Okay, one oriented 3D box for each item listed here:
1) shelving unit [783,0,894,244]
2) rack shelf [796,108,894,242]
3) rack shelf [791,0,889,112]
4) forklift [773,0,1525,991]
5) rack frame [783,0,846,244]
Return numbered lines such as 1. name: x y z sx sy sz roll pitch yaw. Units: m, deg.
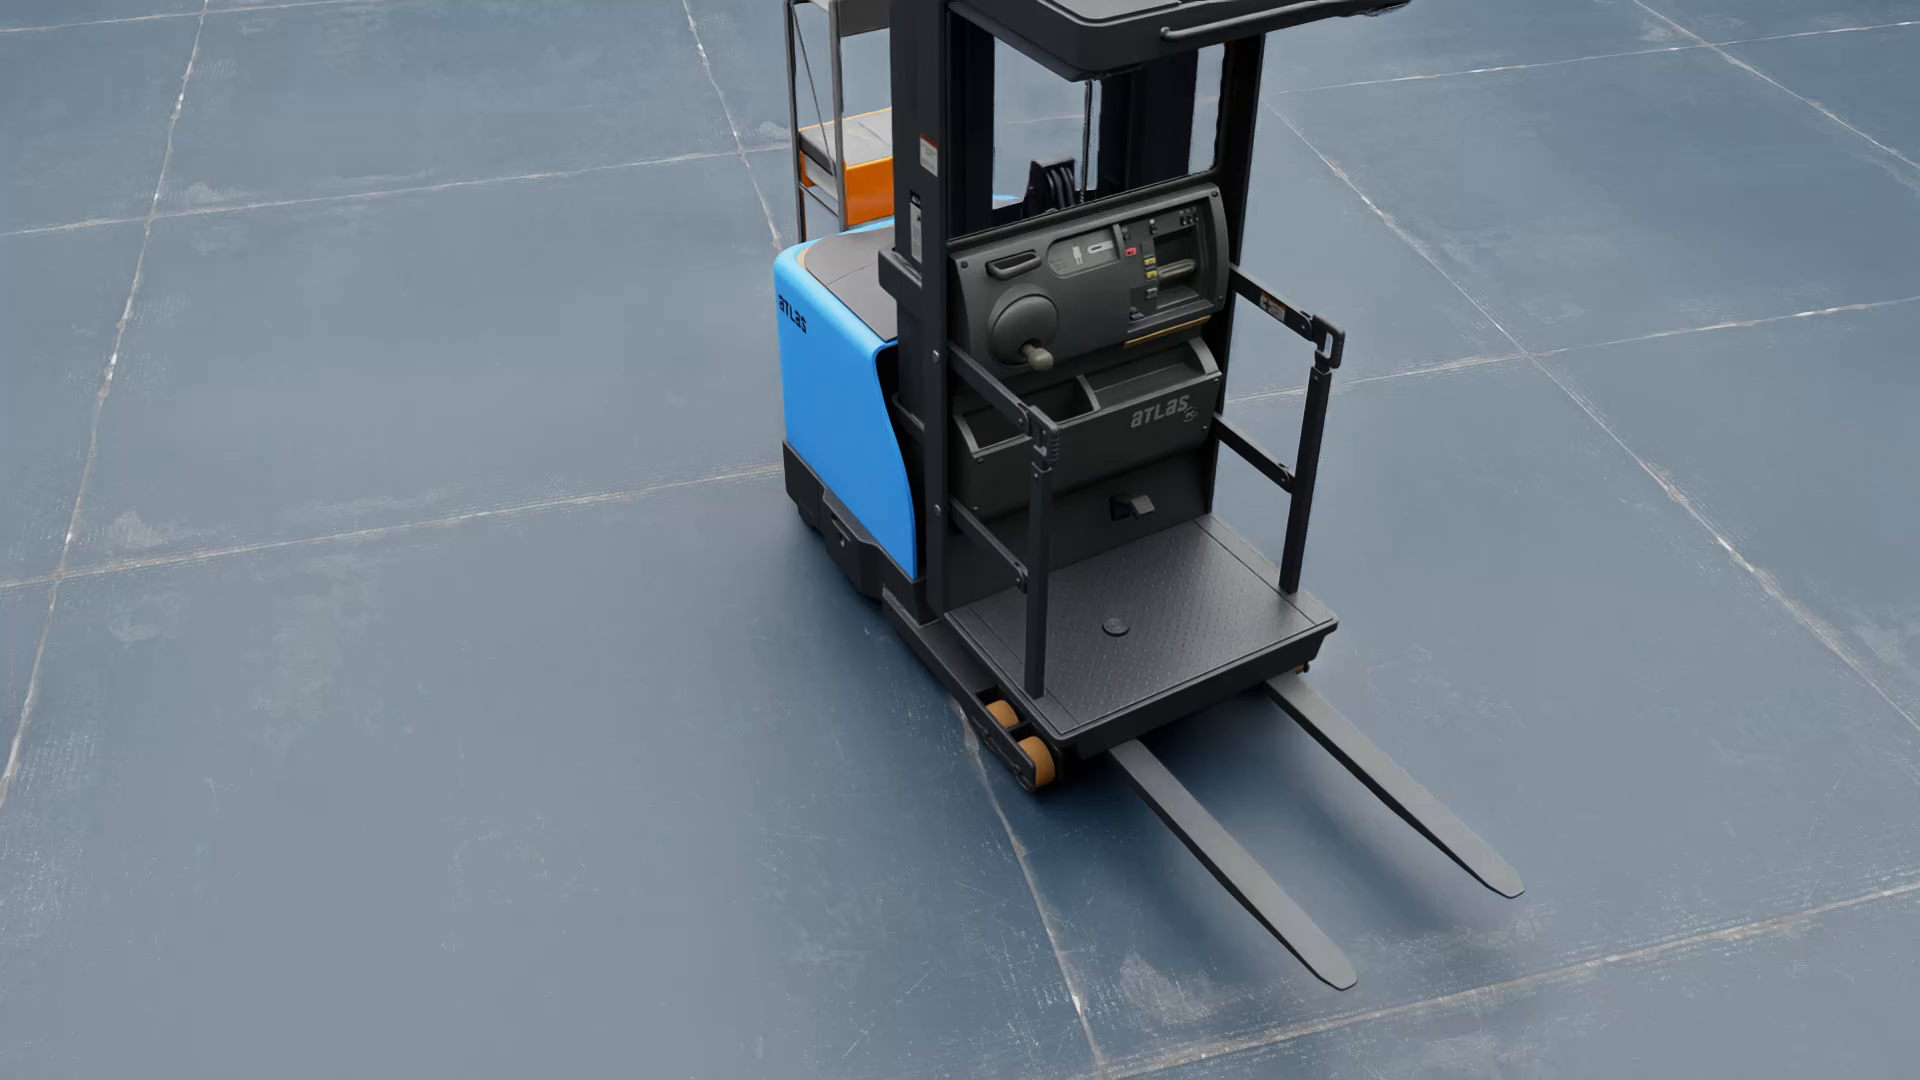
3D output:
1. shelving unit: -0.308 -1.322 6.249 0.503 2.100 0.431 -20 42 -24
2. rack shelf: -0.308 -1.311 6.258 0.480 0.518 0.431 -20 42 -24
3. rack shelf: -0.308 -1.867 5.832 0.480 0.518 0.431 -20 42 -24
4. forklift: 0.514 -0.704 4.758 1.130 2.935 3.031 -20 42 -24
5. rack frame: -0.518 -1.246 6.151 0.015 2.100 0.400 -20 42 -24
